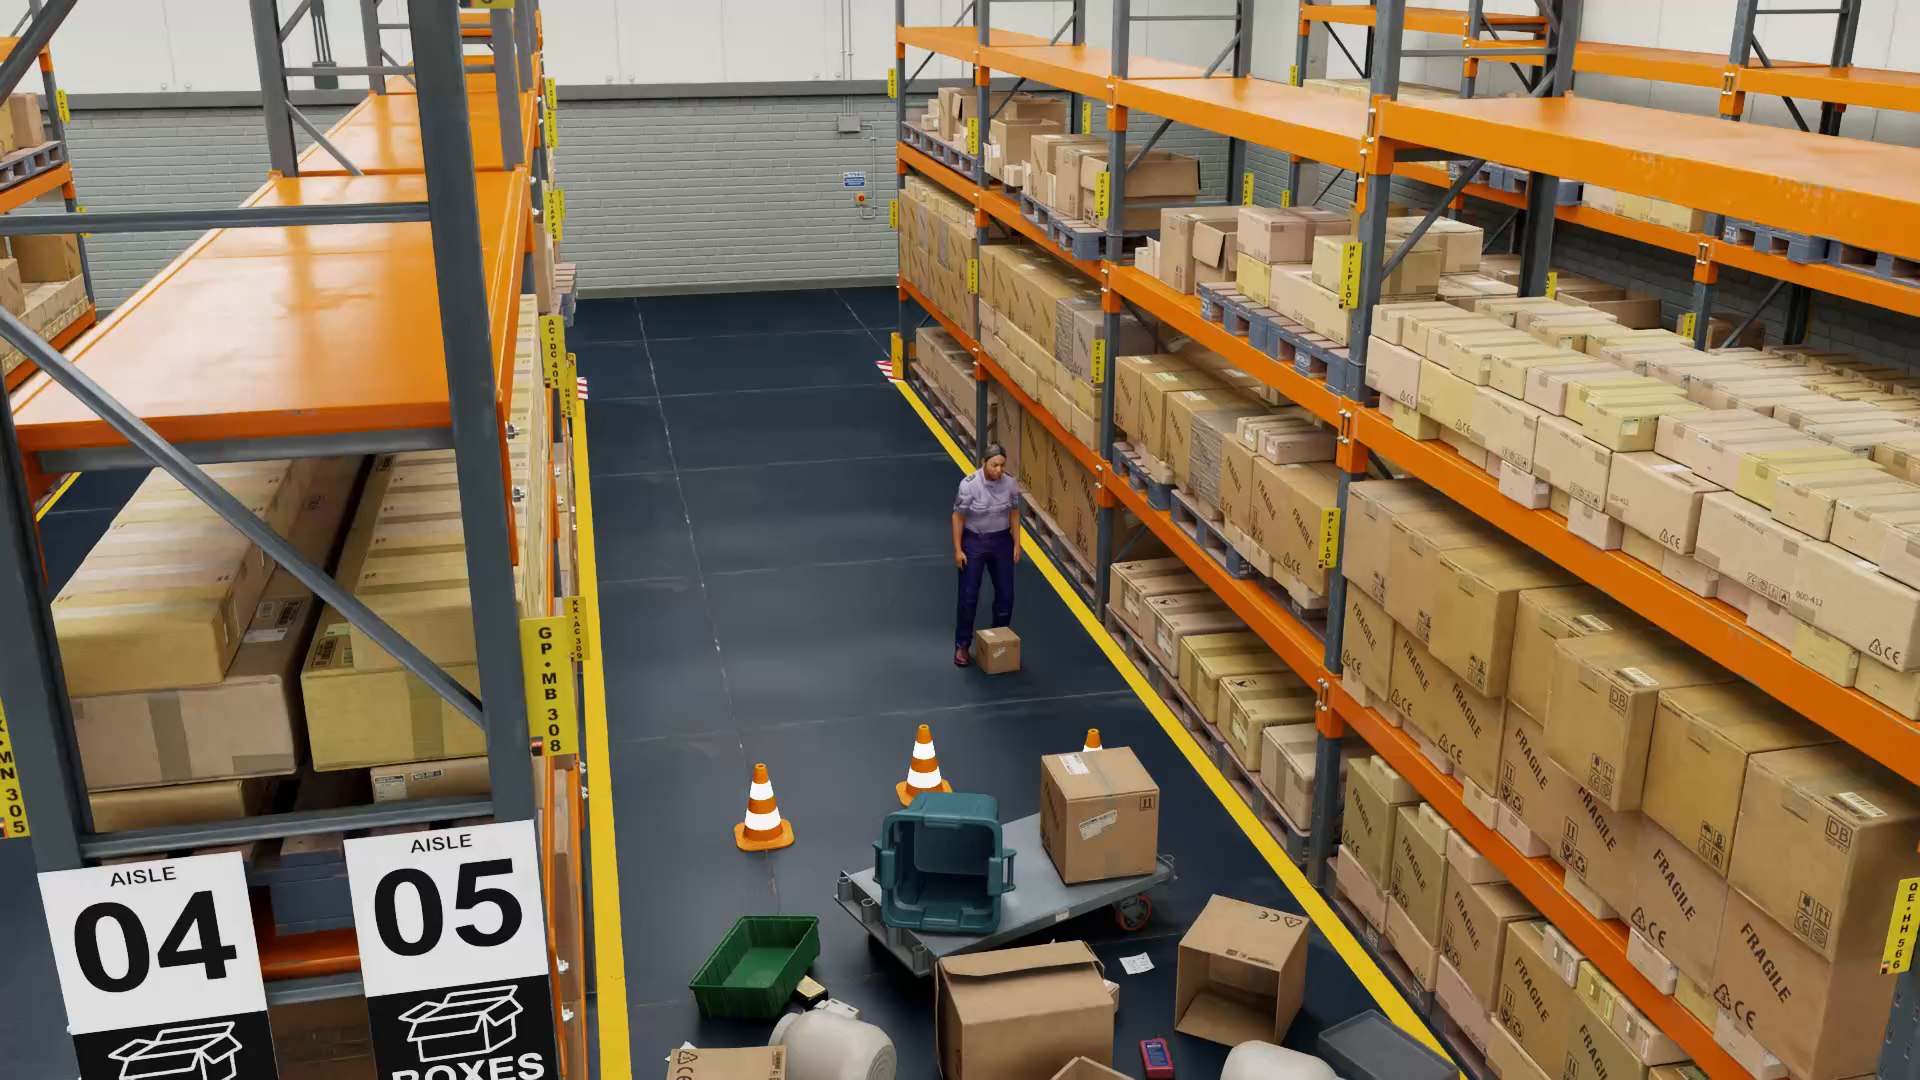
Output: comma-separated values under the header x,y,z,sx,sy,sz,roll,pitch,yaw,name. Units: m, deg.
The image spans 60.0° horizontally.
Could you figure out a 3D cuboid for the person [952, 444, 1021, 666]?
x,y,z,sx,sy,sz,roll,pitch,yaw,name
0.189,0.074,12.154,0.550,1.649,0.375,-7,21,-18,person
